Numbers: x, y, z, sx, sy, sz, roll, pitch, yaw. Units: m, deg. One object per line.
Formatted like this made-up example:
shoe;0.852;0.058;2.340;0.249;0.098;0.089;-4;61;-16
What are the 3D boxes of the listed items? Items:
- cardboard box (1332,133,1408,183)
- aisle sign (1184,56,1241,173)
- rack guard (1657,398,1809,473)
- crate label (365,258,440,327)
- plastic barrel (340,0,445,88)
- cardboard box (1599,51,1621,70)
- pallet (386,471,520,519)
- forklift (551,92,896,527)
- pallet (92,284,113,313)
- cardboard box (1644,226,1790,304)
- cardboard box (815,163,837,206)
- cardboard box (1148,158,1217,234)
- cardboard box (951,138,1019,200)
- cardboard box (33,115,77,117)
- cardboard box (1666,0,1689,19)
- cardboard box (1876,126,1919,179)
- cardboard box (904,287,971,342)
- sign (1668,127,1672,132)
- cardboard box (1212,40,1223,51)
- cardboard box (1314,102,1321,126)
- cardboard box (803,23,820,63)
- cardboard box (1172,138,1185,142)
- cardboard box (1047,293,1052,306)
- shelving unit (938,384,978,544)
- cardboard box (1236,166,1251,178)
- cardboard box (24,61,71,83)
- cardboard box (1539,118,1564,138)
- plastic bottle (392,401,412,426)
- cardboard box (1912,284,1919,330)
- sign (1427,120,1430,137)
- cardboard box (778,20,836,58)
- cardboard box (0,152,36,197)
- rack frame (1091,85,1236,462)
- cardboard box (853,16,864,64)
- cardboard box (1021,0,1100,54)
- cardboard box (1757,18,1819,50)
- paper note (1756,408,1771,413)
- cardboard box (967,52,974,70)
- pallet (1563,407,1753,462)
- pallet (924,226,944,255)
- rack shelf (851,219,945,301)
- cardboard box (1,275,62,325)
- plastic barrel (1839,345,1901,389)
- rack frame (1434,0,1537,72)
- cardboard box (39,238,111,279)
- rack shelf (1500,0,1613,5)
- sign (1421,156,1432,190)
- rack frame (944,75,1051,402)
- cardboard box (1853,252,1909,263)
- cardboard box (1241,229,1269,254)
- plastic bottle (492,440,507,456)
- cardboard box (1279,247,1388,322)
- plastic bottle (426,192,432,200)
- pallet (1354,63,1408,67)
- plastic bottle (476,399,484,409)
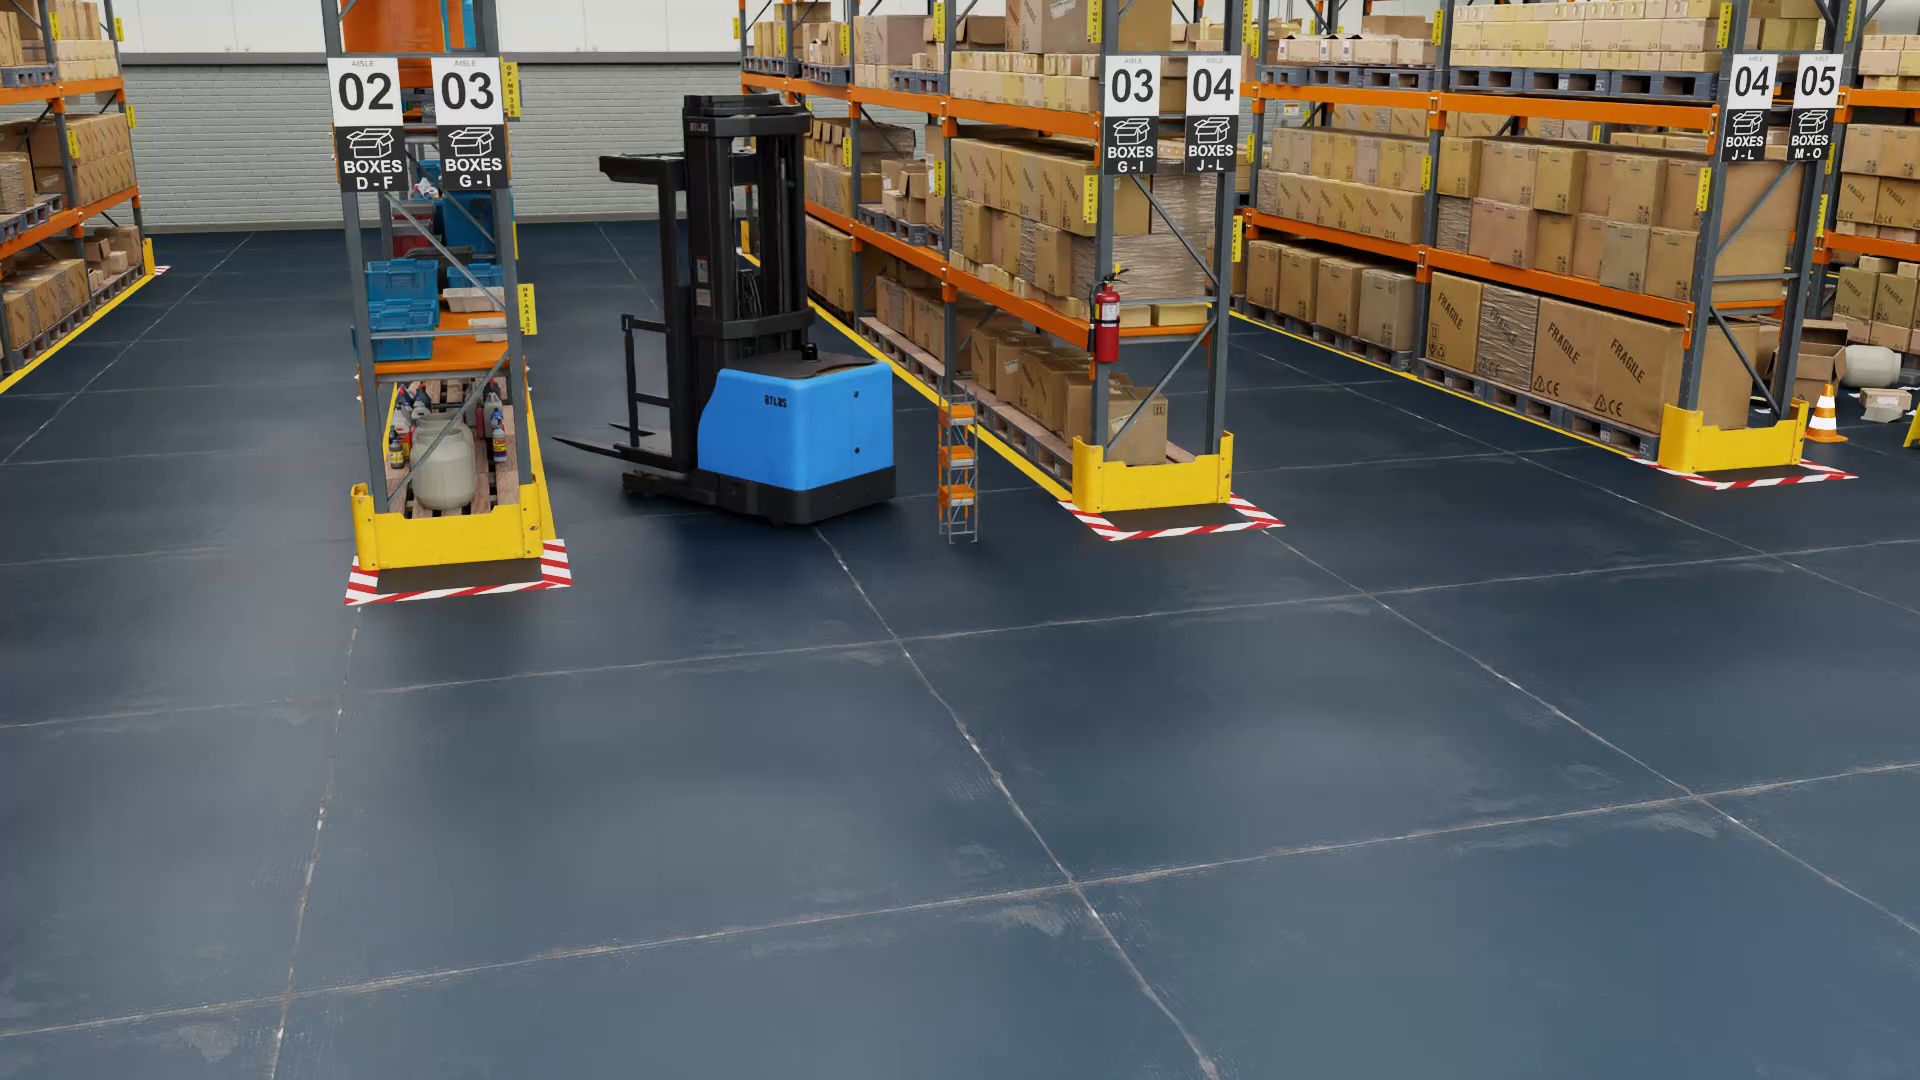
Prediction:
cardboard box;4.583;-4.256;18.496;0.700;0.500;0.500;-5;17;-16
aisle sign;1.753;-2.952;11.547;0.394;0.787;0.004;-5;17;-15
rack guard;6.251;-0.861;13.449;1.175;0.500;0.348;-5;17;-15
crate label;-4.081;-1.813;12.214;0.502;0.435;0.616;-5;17;-15
plastic barrel;-3.571;-3.277;10.456;0.600;0.830;0.708;-5;17;-15
cardboard box;5.547;-3.977;13.796;0.380;0.149;0.250;-5;17;-16
pallet;-3.599;-0.216;11.803;1.003;0.211;1.213;-5;17;-15
forklift;-1.932;-1.824;12.430;3.031;2.935;1.130;13;21;38
pallet;-11.564;-3.092;21.379;1.003;0.211;1.213;-5;17;-15
cardboard box;6.099;-2.235;13.419;0.875;0.550;0.550;-5;17;-15
cardboard box;-1.541;-4.501;21.047;0.500;0.500;0.500;-4;17;-14
cardboard box;1.558;-2.543;12.276;0.500;0.500;0.500;-5;17;-15
cardboard box;0.227;-3.331;14.900;0.500;0.500;0.500;-5;17;-15
cardboard box;-12.456;-5.583;22.913;0.500;0.500;0.500;-5;17;-15
cardboard box;5.758;-4.147;12.978;0.380;0.149;0.250;-5;17;-15
cardboard box;9.908;-3.978;17.051;0.700;0.500;0.500;-5;17;-15
cardboard box;-0.221;-2.434;17.923;0.700;0.500;0.500;-3;17;-11
sign;9.296;-5.259;21.870;0.100;0.325;0.005;-5;17;-15
cardboard box;3.494;-6.037;20.948;0.500;0.500;0.500;-5;17;-15
cardboard box;6.437;-7.281;28.566;0.500;0.500;0.500;-5;17;-16
cardboard box;-1.682;-6.546;21.911;0.700;0.500;0.500;-4;17;-14
cardboard box;3.244;-5.654;23.733;0.380;0.149;0.250;-4;17;-13
cardboard box;0.901;-1.920;13.066;0.380;0.149;0.250;-5;17;-15
shelving unit;-0.015;-0.518;11.350;0.215;1.050;0.252;-5;17;-15
cardboard box;3.472;-4.601;20.746;0.380;0.149;0.250;-4;17;-14
cardboard box;-11.272;-5.756;20.448;0.500;0.250;0.500;-5;17;-15
cardboard box;8.235;-5.487;22.593;0.500;0.500;0.500;-4;17;-14
plastic bottle;-4.423;-0.931;13.179;0.144;0.351;0.185;-5;17;-16
cardboard box;10.078;-2.358;16.836;0.500;0.500;0.500;-4;17;-12
sign;7.145;-6.211;25.274;0.100;0.325;0.005;-5;17;-15
cardboard box;-2.123;-6.965;23.133;0.700;0.500;0.500;-6;18;-19
cardboard box;-11.461;-4.338;19.775;0.700;0.500;0.500;-12;20;-34
rack frame;1.447;-1.700;11.899;1.000;3.000;0.127;-5;17;-15
cardboard box;-0.869;-5.487;18.247;0.500;0.500;0.500;-5;17;-15
cardboard box;0.778;-3.976;12.699;0.500;0.500;0.500;-5;17;-15
cardboard box;6.358;-3.975;13.096;0.500;0.250;0.500;-5;17;-15
paper note;7.457;-1.198;15.391;0.144;0.017;0.142;1;17;4
cardboard box;0.280;-4.180;14.507;0.380;0.149;0.250;-6;18;-18
pallet;5.949;-0.944;14.228;1.003;0.211;1.213;-5;17;-15
pallet;0.278;-2.938;16.352;1.003;0.211;1.213;-5;17;-15
rack shelf;-0.202;-3.016;17.527;1.077;0.370;4.000;-5;17;-15
cardboard box;-10.558;-2.721;18.875;0.500;0.500;0.500;-5;18;-17
plastic barrel;8.952;-1.702;16.381;0.512;0.421;0.421;7;18;23
rack frame;5.145;-6.044;15.932;1.000;3.000;0.127;-5;17;-15
cardboard box;-11.898;-3.772;22.370;0.797;0.503;0.637;-5;17;-15
rack shelf;8.228;-7.587;23.014;1.077;0.370;4.000;-5;17;-15
sign;4.626;-3.642;16.488;0.100;0.325;0.005;-5;17;-15
rack frame;0.348;-2.807;15.582;1.000;3.000;0.127;-5;17;-15
cardboard box;13.226;-4.194;23.816;0.500;0.500;0.500;-4;17;-14
cardboard box;3.605;-3.809;21.230;0.500;0.250;0.500;-5;17;-17
plastic bottle;-3.542;-0.734;12.781;0.097;0.201;0.097;0;17;0
cardboard box;4.370;-2.984;19.353;1.050;0.750;0.750;-4;17;-14
plastic bottle;-6.336;-4.011;19.816;0.097;0.271;0.097;0;17;0
pallet;7.131;-7.761;27.016;1.003;0.211;1.213;-5;17;-15
plastic bottle;-3.910;-1.012;13.564;0.061;0.283;0.133;-5;17;-15
